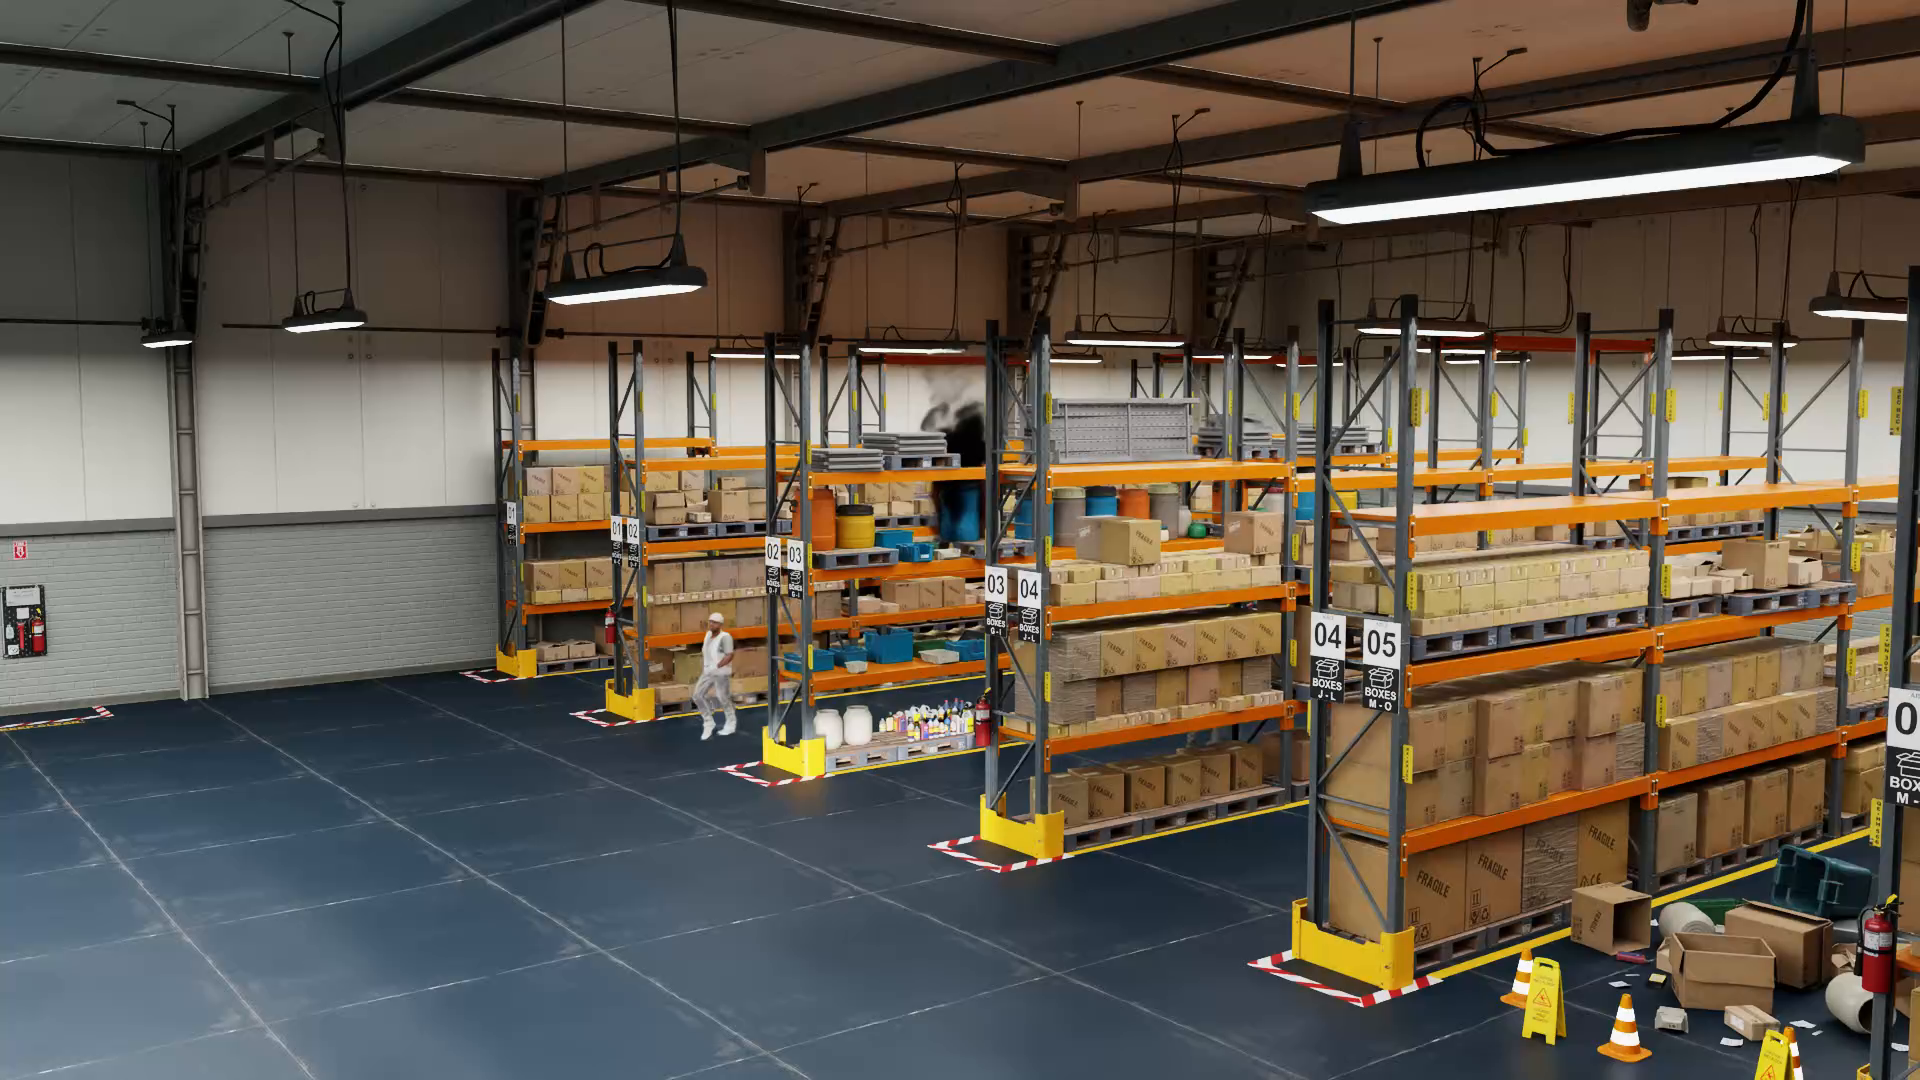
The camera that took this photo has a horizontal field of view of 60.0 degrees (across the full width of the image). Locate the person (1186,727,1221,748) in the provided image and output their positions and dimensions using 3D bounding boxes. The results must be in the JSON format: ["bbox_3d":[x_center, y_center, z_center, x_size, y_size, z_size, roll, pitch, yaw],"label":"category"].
[{"bbox_3d":[3.296,2.061,22.746,0.576,1.799,0.705,5,7,45],"label":"person"}]

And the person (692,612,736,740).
[{"bbox_3d":[-3.478,1.940,23.688,0.594,1.837,0.700,-5,7,-43],"label":"person"}]
